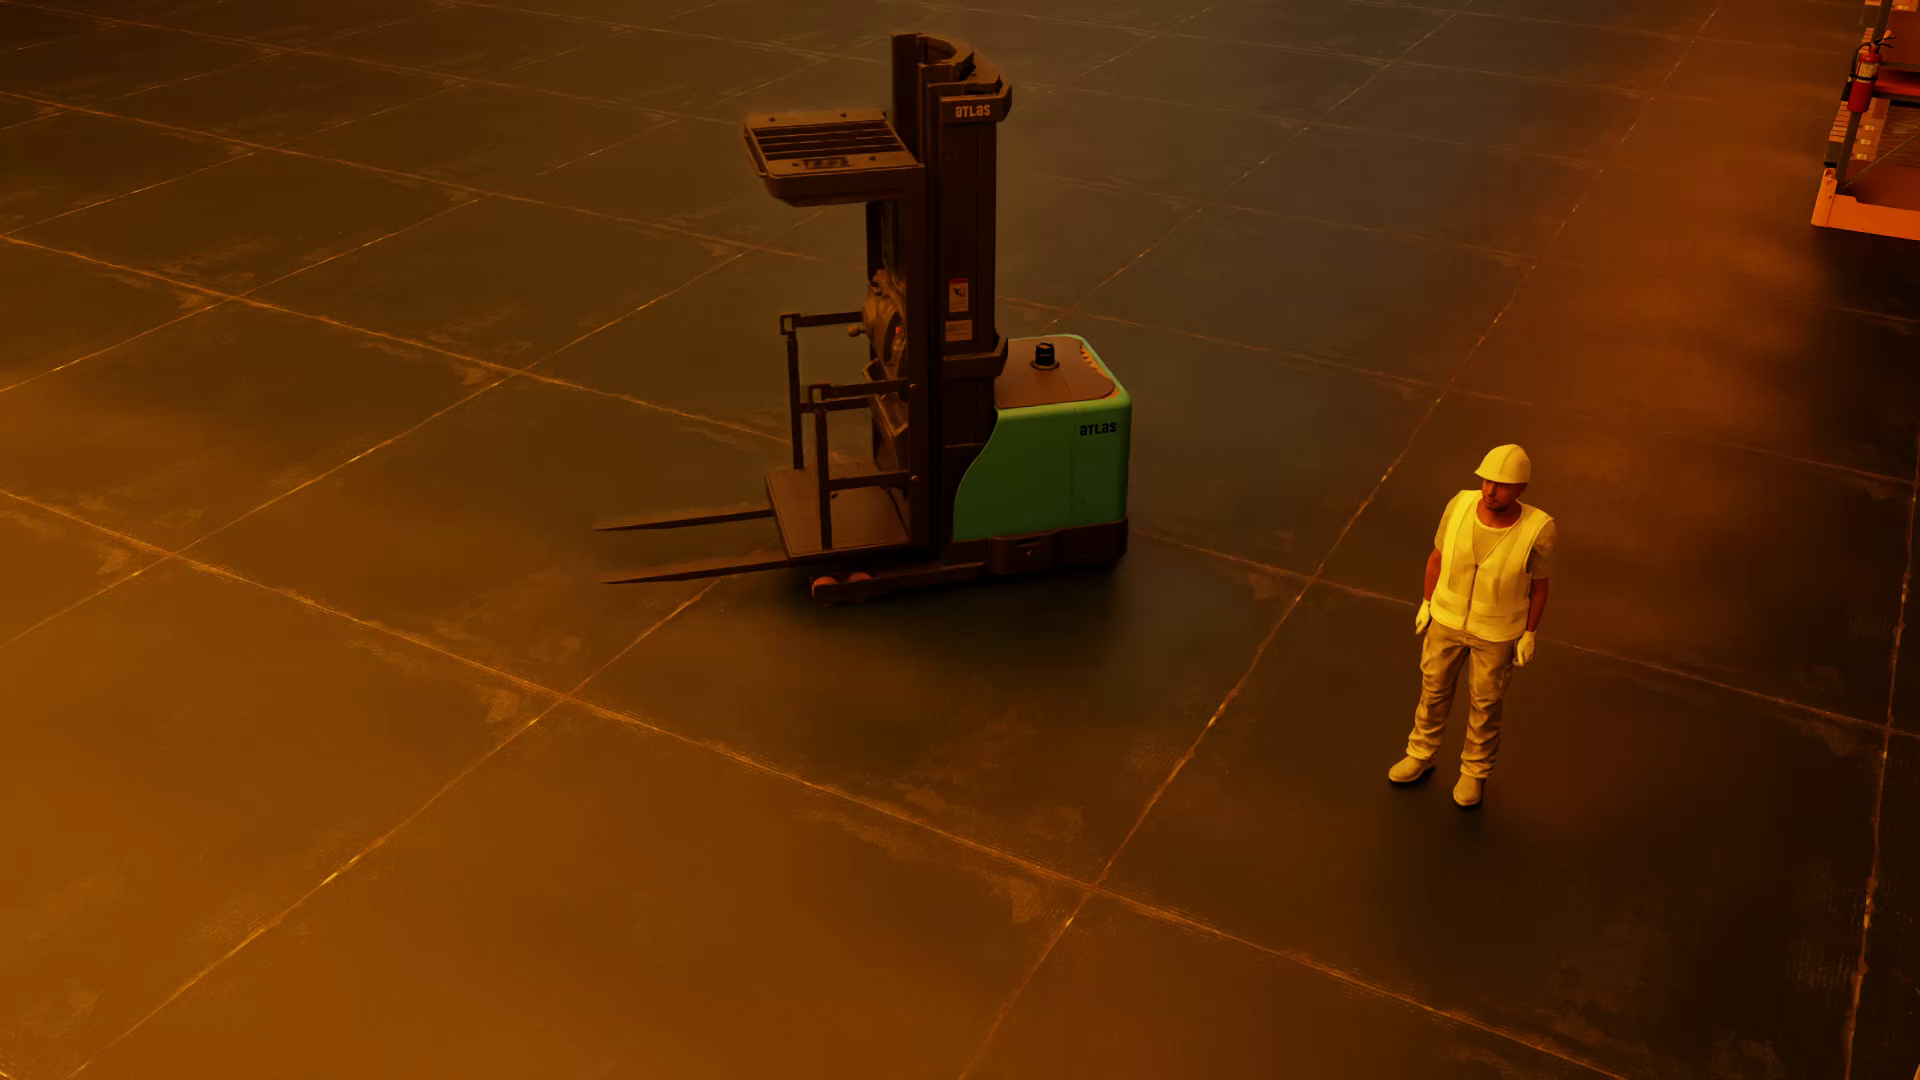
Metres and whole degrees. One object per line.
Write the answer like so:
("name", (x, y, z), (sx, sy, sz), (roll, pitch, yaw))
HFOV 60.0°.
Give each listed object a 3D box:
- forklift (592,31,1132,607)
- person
("forklift", (-0.600, -1.186, 9.126), (3.031, 2.935, 1.130), (-7, 31, -12))
("person", (2.339, 0.385, 7.548), (0.549, 1.790, 0.369), (19, 35, 30))
